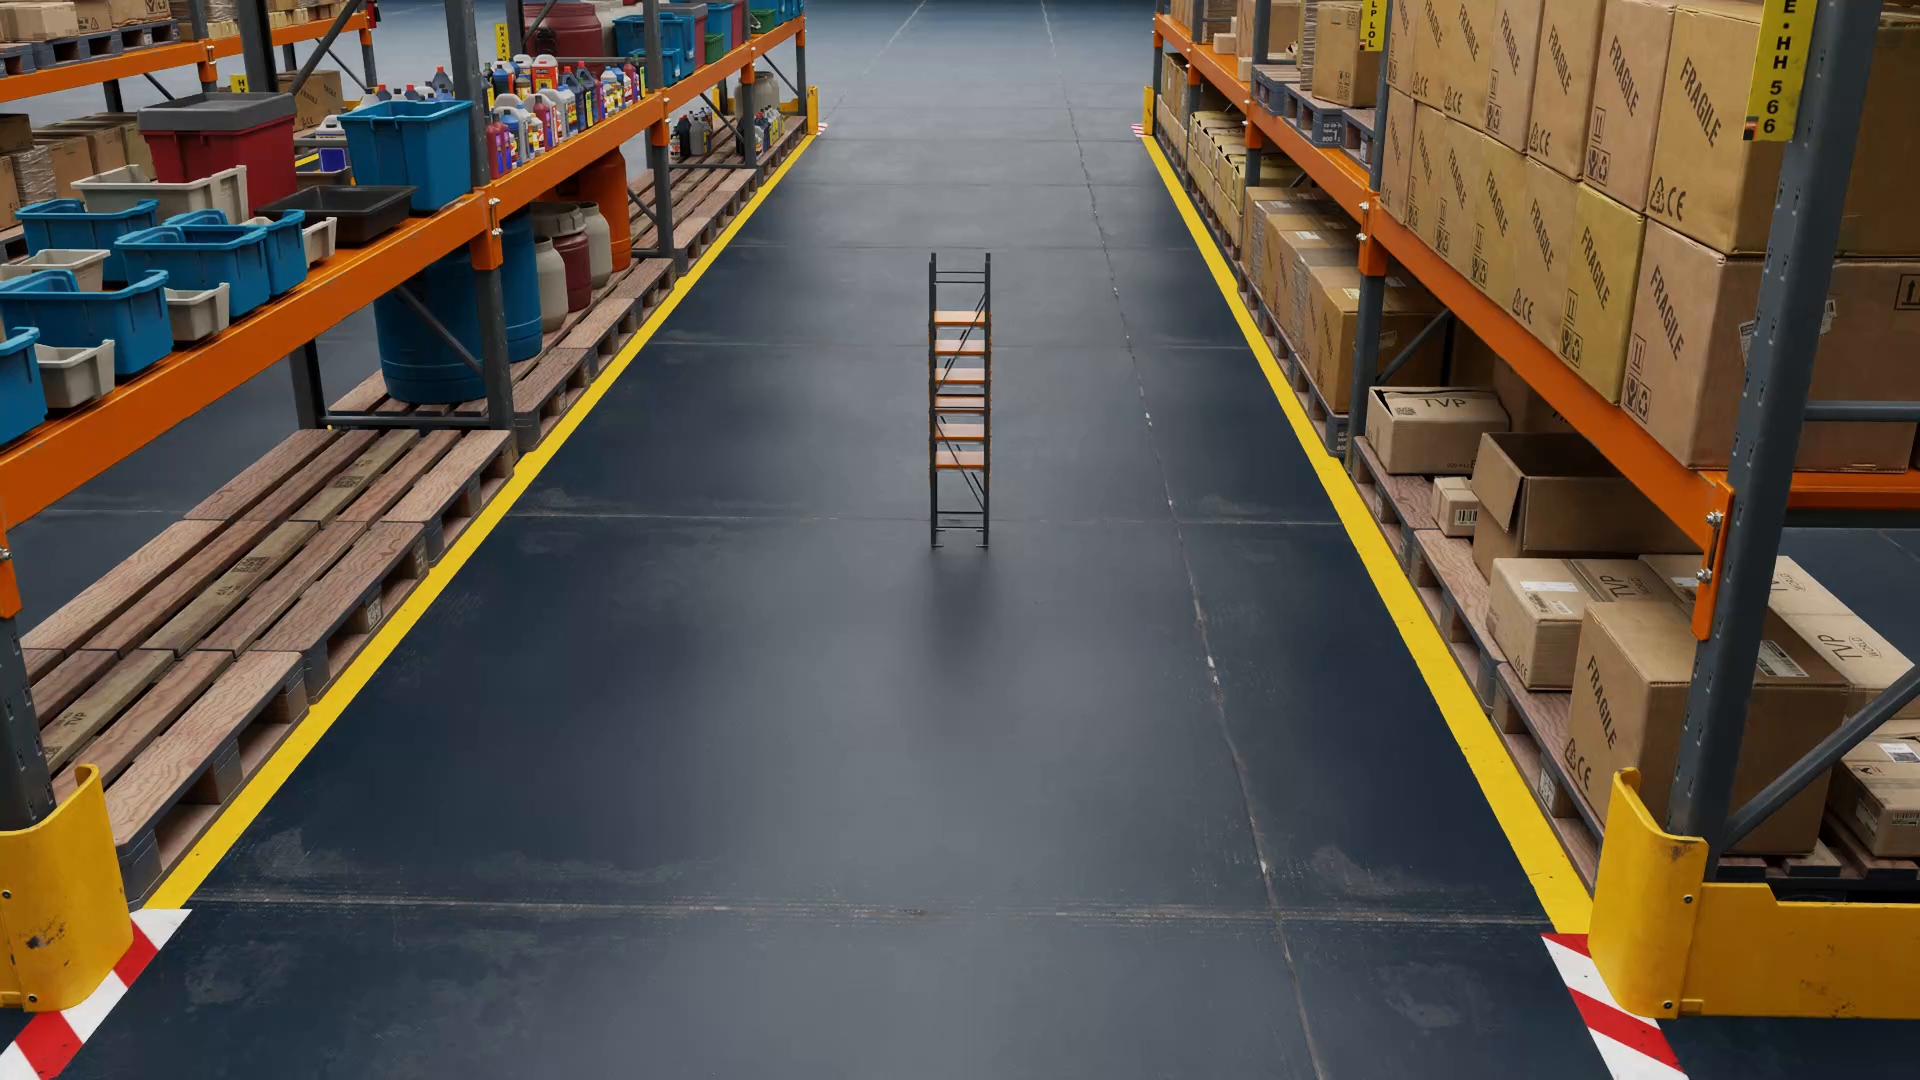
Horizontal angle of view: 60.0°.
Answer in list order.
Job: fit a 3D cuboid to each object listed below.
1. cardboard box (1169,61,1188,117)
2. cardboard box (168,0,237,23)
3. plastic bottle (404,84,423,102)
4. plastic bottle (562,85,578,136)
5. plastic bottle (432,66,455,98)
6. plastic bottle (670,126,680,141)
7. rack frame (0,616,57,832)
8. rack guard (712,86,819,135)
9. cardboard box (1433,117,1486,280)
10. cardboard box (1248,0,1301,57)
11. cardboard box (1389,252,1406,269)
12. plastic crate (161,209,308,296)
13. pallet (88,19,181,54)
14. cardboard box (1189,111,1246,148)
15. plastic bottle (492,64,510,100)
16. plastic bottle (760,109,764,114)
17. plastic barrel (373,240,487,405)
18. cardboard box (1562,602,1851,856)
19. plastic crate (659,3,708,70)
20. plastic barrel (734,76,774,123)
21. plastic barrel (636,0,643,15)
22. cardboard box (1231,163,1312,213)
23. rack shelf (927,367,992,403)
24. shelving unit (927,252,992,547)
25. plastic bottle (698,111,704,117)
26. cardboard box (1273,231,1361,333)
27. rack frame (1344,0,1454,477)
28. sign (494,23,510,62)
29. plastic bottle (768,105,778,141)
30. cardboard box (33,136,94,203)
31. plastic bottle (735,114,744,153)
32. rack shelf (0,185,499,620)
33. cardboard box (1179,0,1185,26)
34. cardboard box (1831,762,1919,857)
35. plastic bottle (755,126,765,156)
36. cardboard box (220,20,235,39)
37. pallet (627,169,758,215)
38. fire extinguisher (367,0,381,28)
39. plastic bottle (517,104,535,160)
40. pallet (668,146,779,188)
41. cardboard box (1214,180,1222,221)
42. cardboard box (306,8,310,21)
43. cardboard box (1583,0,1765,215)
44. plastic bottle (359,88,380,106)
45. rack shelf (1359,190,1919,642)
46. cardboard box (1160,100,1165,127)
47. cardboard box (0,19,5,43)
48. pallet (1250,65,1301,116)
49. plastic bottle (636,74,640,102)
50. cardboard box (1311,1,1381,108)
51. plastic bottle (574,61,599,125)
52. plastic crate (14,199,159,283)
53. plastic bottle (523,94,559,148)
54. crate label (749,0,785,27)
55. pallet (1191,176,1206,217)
[{"bbox_3d":[2.401,-4.581,16.873,0.500,0.500,0.500,1,21,2],"label":"cardboard box"},{"bbox_3d":[-7.260,-5.063,15.381,0.875,0.500,0.500,1,21,2],"label":"cardboard box"},{"bbox_3d":[-2.777,-2.147,8.483,0.144,0.351,0.185,1,21,2],"label":"plastic bottle"},{"bbox_3d":[-2.164,-2.367,9.161,0.097,0.271,0.097,0,21,0],"label":"plastic bottle"},{"bbox_3d":[-2.894,-2.480,9.341,0.144,0.351,0.185,1,21,2],"label":"plastic bottle"},{"bbox_3d":[-2.700,-3.777,15.764,0.061,0.283,0.133,2,21,4],"label":"plastic bottle"},{"bbox_3d":[-2.750,-0.322,3.713,1.000,3.000,0.127,1,21,2],"label":"rack frame"},{"bbox_3d":[-2.218,-4.914,19.002,1.175,0.500,0.348,1,21,2],"label":"rack guard"},{"bbox_3d":[2.005,-1.212,5.867,0.500,0.500,0.500,1,21,1],"label":"cardboard box"},{"bbox_3d":[2.479,-3.812,12.569,0.500,0.500,0.500,0,21,-1],"label":"cardboard box"},{"bbox_3d":[2.609,-1.298,9.075,0.500,0.500,0.500,1,21,2],"label":"cardboard box"},{"bbox_3d":[-2.364,-0.942,5.459,0.416,0.233,0.300,1,21,2],"label":"plastic crate"},{"bbox_3d":[-7.504,-4.351,14.362,1.003,0.211,1.213,1,21,2],"label":"pallet"},{"bbox_3d":[2.305,-3.634,14.693,0.500,0.311,0.500,1,21,2],"label":"cardboard box"},{"bbox_3d":[-2.827,-2.792,10.256,0.097,0.271,0.097,0,21,0],"label":"plastic bottle"},{"bbox_3d":[-2.022,-4.287,17.079,0.061,0.283,0.133,1,21,2],"label":"plastic bottle"},{"bbox_3d":[-2.594,-1.182,8.250,0.600,0.901,0.708,1,21,2],"label":"plastic barrel"},{"bbox_3d":[1.972,0.495,4.455,0.500,0.500,0.500,1,21,2],"label":"cardboard box"},{"bbox_3d":[-2.151,-3.825,12.653,0.402,0.464,0.583,1,21,2],"label":"plastic crate"},{"bbox_3d":[-2.222,-4.723,17.914,0.421,0.512,0.421,0,21,0],"label":"plastic barrel"},{"bbox_3d":[-2.655,-4.116,13.301,0.433,0.535,0.433,0,21,0],"label":"plastic barrel"},{"bbox_3d":[2.214,-2.526,11.838,0.500,0.311,0.500,1,21,3],"label":"cardboard box"},{"bbox_3d":[0.000,-0.635,6.798,0.258,0.103,0.180,1,21,2],"label":"rack shelf"},{"bbox_3d":[0.000,-0.565,6.825,0.258,1.200,0.189,1,21,2],"label":"shelving unit"},{"bbox_3d":[-2.643,-4.228,16.943,0.097,0.271,0.097,0,21,0],"label":"plastic bottle"},{"bbox_3d":[2.104,-1.478,9.538,0.500,0.500,0.500,0,21,0],"label":"cardboard box"},{"bbox_3d":[2.323,-1.713,7.296,1.000,3.000,0.127,1,21,2],"label":"rack frame"},{"bbox_3d":[-3.056,-3.294,11.147,0.100,0.325,0.005,1,21,2],"label":"sign"},{"bbox_3d":[-1.921,-4.208,16.780,0.144,0.351,0.185,2,21,4],"label":"plastic bottle"},{"bbox_3d":[-7.442,-2.957,13.351,0.700,0.500,0.500,2,21,6],"label":"cardboard box"},{"bbox_3d":[-2.089,-3.920,16.039,0.144,0.351,0.185,1,21,2],"label":"plastic bottle"},{"bbox_3d":[-2.689,-0.710,5.706,1.077,0.370,4.000,1,21,2],"label":"rack shelf"},{"bbox_3d":[2.629,-5.560,17.073,0.700,0.500,0.500,1,21,2],"label":"cardboard box"},{"bbox_3d":[2.558,0.710,4.385,0.380,0.149,0.250,1,21,2],"label":"cardboard box"},{"bbox_3d":[-1.954,-3.824,15.894,0.152,0.276,0.135,1,21,4],"label":"plastic bottle"},{"bbox_3d":[-7.008,-4.763,15.505,0.380,0.149,0.250,1,21,2],"label":"cardboard box"},{"bbox_3d":[-2.370,-3.077,14.666,1.003,0.211,1.213,1,21,2],"label":"pallet"},{"bbox_3d":[-6.750,-6.162,18.870,0.296,0.674,0.183,1,21,2],"label":"fire extinguisher"},{"bbox_3d":[-2.191,-2.046,8.332,0.097,0.271,0.097,0,21,0],"label":"plastic bottle"},{"bbox_3d":[-2.323,-3.603,16.024,1.003,0.211,1.213,1,21,2],"label":"pallet"},{"bbox_3d":[2.247,-2.634,12.891,0.500,0.250,0.500,1,21,3],"label":"cardboard box"},{"bbox_3d":[-7.038,-5.487,17.371,0.380,0.149,0.250,1,21,2],"label":"cardboard box"},{"bbox_3d":[1.954,-1.126,4.263,0.500,0.500,0.500,1,21,3],"label":"cardboard box"},{"bbox_3d":[-2.927,-2.081,8.315,0.144,0.351,0.185,1,21,2],"label":"plastic bottle"},{"bbox_3d":[2.262,-0.654,5.562,1.077,0.370,4.000,1,21,2],"label":"rack shelf"},{"bbox_3d":[2.438,-4.593,17.940,0.500,0.250,0.500,1,21,2],"label":"cardboard box"},{"bbox_3d":[-7.564,-3.910,12.241,0.700,0.500,0.500,4,22,10],"label":"cardboard box"},{"bbox_3d":[2.494,-2.824,10.425,1.213,0.211,1.003,1,21,2],"label":"pallet"},{"bbox_3d":[-2.114,-2.930,10.707,0.097,0.201,0.097,0,21,0],"label":"plastic bottle"},{"bbox_3d":[2.315,-2.594,8.850,0.700,0.500,0.500,-5,22,-12],"label":"cardboard box"},{"bbox_3d":[-2.173,-2.570,9.575,0.144,0.351,0.185,1,21,2],"label":"plastic bottle"},{"bbox_3d":[-2.943,-1.017,5.653,0.416,0.233,0.300,1,21,2],"label":"plastic crate"},{"bbox_3d":[-2.205,-2.209,8.746,0.152,0.276,0.135,1,21,2],"label":"plastic bottle"},{"bbox_3d":[-2.049,-5.455,16.893,0.502,0.435,0.616,1,21,2],"label":"crate label"},{"bbox_3d":[2.583,-3.038,14.568,1.003,0.211,1.213,1,21,2],"label":"pallet"}]
